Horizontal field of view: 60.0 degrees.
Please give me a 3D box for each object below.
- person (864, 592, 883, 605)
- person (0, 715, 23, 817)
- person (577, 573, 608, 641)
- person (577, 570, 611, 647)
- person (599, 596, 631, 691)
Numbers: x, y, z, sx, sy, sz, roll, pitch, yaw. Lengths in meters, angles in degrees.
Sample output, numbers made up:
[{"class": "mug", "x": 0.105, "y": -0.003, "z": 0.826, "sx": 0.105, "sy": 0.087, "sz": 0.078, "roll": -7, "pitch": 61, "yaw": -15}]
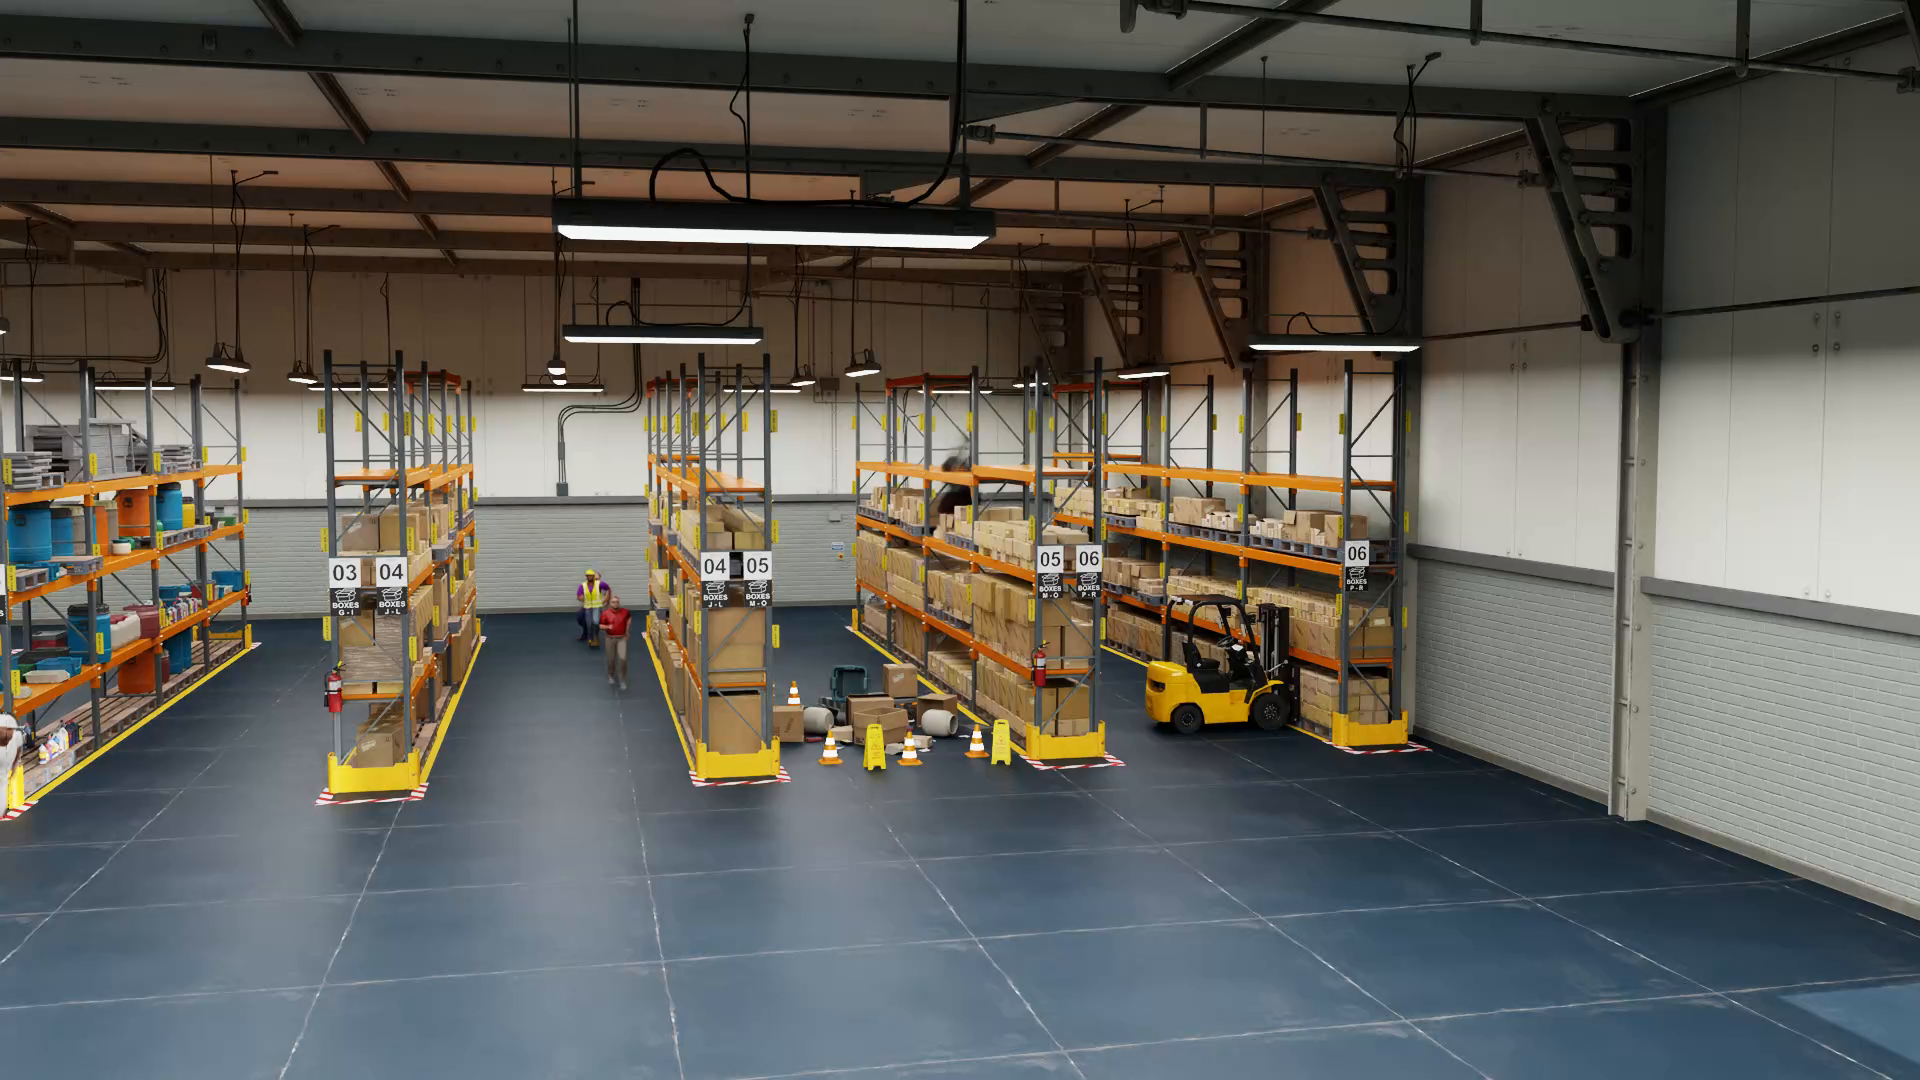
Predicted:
[{"class": "person", "x": -2.127, "y": 1.239, "z": 41.953, "sx": 0.569, "sy": 1.724, "sz": 0.945, "roll": 1, "pitch": 4, "yaw": 13}, {"class": "person", "x": -11.460, "y": 2.844, "z": 19.719, "sx": 0.931, "sy": 1.607, "sz": 0.712, "roll": 2, "pitch": 4, "yaw": 26}, {"class": "person", "x": -8.542, "y": 1.546, "z": 38.491, "sx": 0.682, "sy": 1.545, "sz": 0.513, "roll": 2, "pitch": 4, "yaw": 22}, {"class": "person", "x": -8.213, "y": 1.526, "z": 37.251, "sx": 0.713, "sy": 1.731, "sz": 0.838, "roll": 0, "pitch": 4, "yaw": 0}, {"class": "person", "x": -6.540, "y": 1.952, "z": 31.563, "sx": 0.603, "sy": 1.786, "sz": 0.866, "roll": -1, "pitch": 4, "yaw": -14}]
